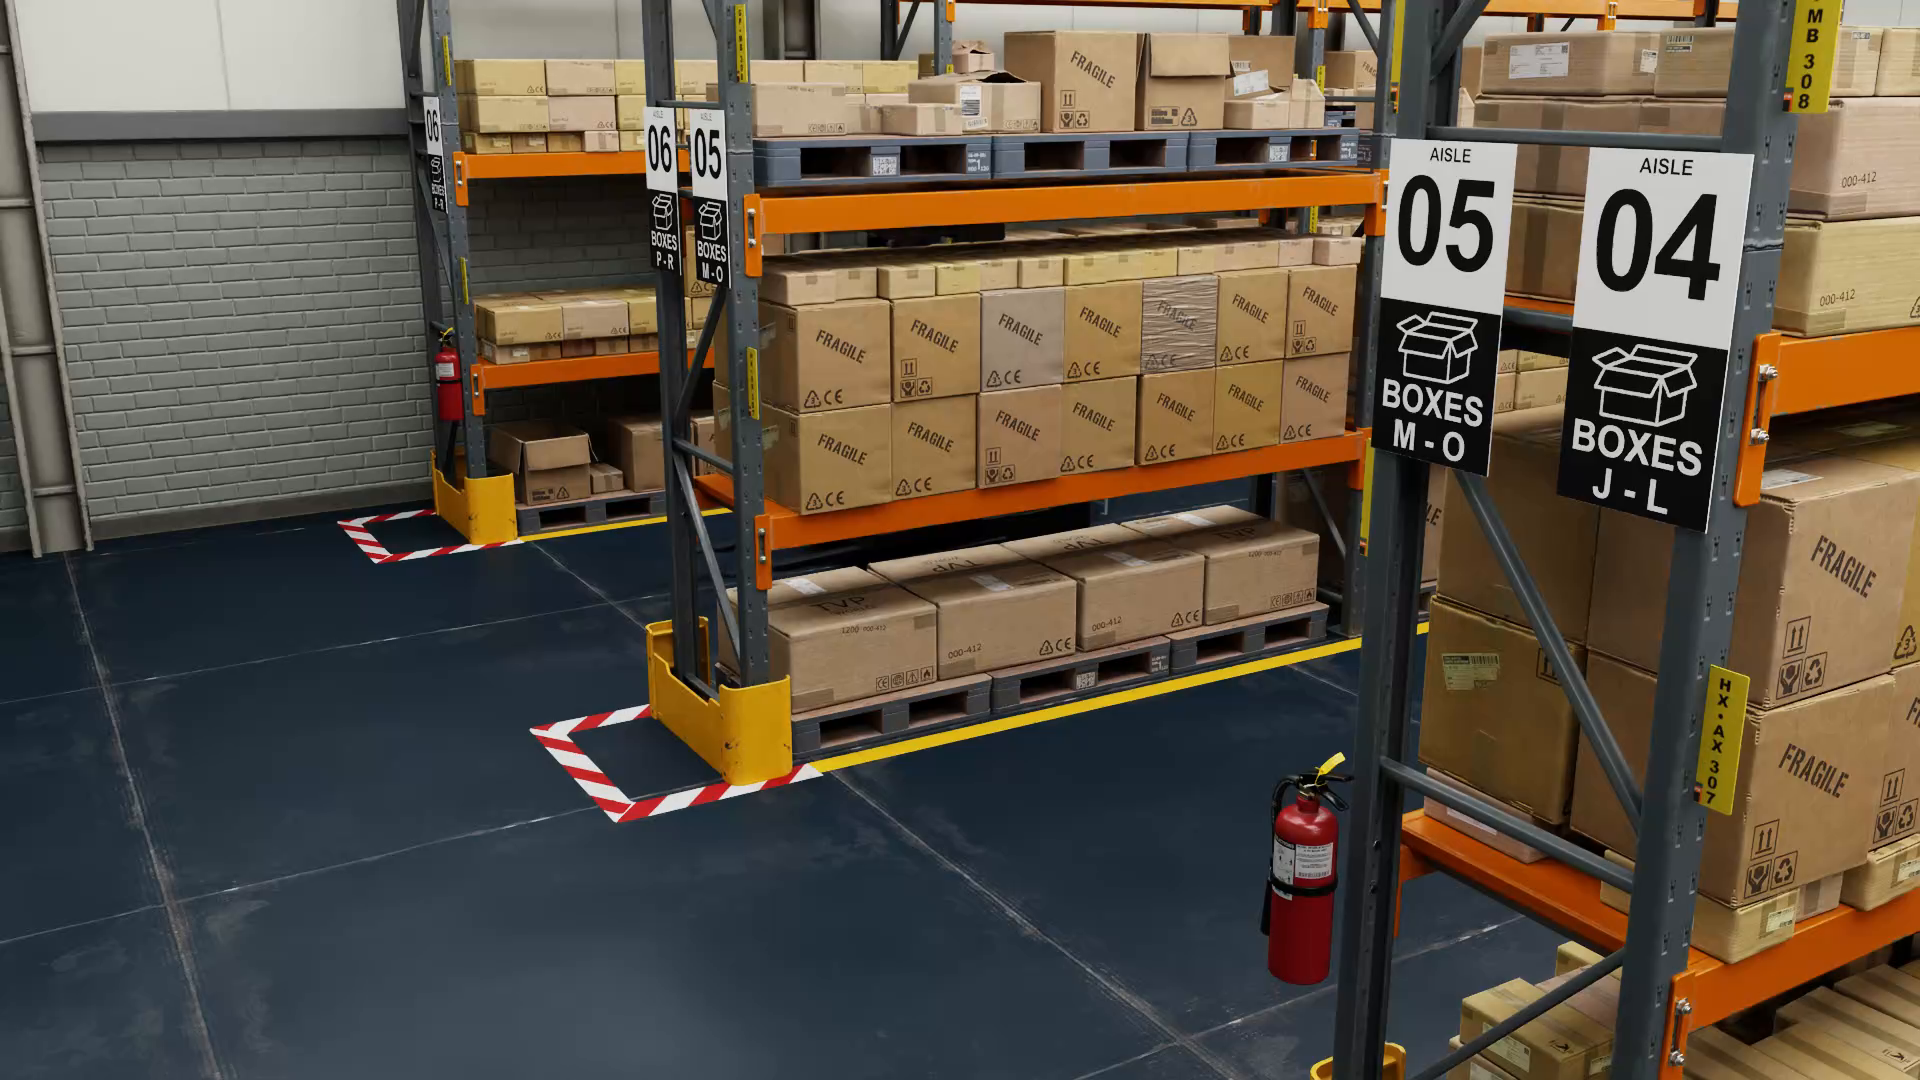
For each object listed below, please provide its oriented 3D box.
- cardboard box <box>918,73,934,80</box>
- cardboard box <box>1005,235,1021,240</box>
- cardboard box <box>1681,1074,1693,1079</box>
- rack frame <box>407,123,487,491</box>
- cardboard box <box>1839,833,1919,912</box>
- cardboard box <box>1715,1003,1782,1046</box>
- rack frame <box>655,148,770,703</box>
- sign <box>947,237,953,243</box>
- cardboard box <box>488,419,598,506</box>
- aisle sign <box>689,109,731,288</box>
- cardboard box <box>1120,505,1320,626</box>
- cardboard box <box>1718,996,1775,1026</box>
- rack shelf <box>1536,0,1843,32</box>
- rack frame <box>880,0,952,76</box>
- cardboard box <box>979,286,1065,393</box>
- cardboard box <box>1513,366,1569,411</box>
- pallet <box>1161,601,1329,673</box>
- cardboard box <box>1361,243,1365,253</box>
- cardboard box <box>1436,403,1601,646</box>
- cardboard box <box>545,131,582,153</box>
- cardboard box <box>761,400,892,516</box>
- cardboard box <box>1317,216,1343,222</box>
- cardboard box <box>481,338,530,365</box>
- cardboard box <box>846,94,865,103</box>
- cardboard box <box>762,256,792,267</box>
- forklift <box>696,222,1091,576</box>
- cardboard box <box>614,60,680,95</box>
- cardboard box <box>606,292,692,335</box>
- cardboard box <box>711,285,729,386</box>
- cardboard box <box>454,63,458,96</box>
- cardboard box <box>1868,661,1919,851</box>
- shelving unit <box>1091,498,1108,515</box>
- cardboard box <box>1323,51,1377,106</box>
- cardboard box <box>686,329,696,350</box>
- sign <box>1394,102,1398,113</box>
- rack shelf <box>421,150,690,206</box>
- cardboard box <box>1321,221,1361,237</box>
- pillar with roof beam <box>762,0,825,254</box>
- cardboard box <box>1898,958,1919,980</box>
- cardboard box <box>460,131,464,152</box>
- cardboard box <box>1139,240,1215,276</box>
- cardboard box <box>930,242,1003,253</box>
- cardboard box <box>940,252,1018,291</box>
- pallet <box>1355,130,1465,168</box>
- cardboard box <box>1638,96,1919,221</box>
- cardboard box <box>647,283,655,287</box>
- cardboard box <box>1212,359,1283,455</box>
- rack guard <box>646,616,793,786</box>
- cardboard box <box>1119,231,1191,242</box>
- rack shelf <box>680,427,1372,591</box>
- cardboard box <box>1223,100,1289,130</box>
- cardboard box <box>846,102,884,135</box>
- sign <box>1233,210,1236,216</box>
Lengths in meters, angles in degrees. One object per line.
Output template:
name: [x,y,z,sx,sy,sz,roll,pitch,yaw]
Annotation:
cardboard box: [-0.172,-3.888,14.115,0.250,0.149,0.380,-10,18,-30]
cardboard box: [0.161,-2.368,14.336,0.500,0.500,0.700,-9,18,-28]
cardboard box: [2.022,1.623,4.464,0.250,0.149,0.380,-10,19,-32]
rack frame: [-3.798,-1.546,12.368,0.127,3.000,1.000,-9,18,-30]
cardboard box: [2.299,0.815,4.411,0.250,0.149,0.380,-10,18,-31]
cardboard box: [2.431,1.535,5.330,0.250,0.149,0.380,-9,18,-30]
rack frame: [-1.238,-0.398,8.273,0.127,3.000,1.000,-9,18,-30]
sign: [-0.083,-2.394,13.790,0.005,0.325,0.100,-9,18,-30]
cardboard box: [-3.224,-0.609,12.873,0.637,0.503,0.797,-10,19,-32]
aisle sign: [-1.150,-1.573,7.647,0.004,0.787,0.394,-9,18,-30]
cardboard box: [1.597,0.140,10.323,0.875,0.438,0.875,-10,18,-31]
cardboard box: [2.377,1.377,5.343,0.250,0.149,0.380,-10,19,-32]
rack shelf: [8.203,-5.842,18.651,4.000,0.370,1.077,-9,18,-30]
rack frame: [-0.369,-4.991,13.541,0.127,3.000,1.000,-9,18,-30]
cardboard box: [0.197,-1.075,8.651,0.500,0.500,0.500,-9,18,-30]
cardboard box: [3.594,-1.022,10.776,0.500,0.250,0.500,-9,18,-30]
pallet: [1.499,0.476,10.320,1.213,0.211,1.003,-9,18,-30]
cardboard box: [2.444,-1.604,10.536,0.500,0.500,0.500,-9,18,-28]
cardboard box: [1.662,-0.061,4.481,0.500,0.500,0.500,-10,18,-31]
cardboard box: [-2.965,-2.934,12.228,0.250,0.149,0.380,-9,18,-29]
cardboard box: [-0.679,-0.447,8.260,0.500,0.500,0.500,-9,18,-30]
cardboard box: [3.655,-3.195,16.862,0.250,0.149,0.380,-9,18,-30]
cardboard box: [-3.374,-1.407,12.338,0.250,0.149,0.380,-9,18,-30]
cardboard box: [-1.094,-3.418,13.214,0.500,0.250,0.500,-10,18,-32]
cardboard box: [-1.034,-1.336,8.380,0.250,0.149,0.380,-9,18,-29]
forklift: [-0.494,-1.290,11.582,3.031,2.935,1.130,-12,20,-36]
cardboard box: [-2.419,-3.445,12.385,0.500,0.250,0.500,-10,18,-31]
cardboard box: [-2.405,-1.759,12.855,0.500,0.250,0.500,-10,18,-31]
cardboard box: [-0.947,-1.050,8.560,0.500,0.500,0.500,-9,18,-28]
cardboard box: [-3.560,-3.428,12.326,0.500,0.250,0.500,-10,18,-31]
cardboard box: [2.371,0.463,4.464,0.500,0.500,0.500,-9,18,-30]
shelving unit: [0.899,-0.771,12.914,0.503,1.200,0.258,-10,18,-35]
cardboard box: [3.806,-4.445,16.004,0.500,0.500,0.500,-9,18,-29]
cardboard box: [-2.245,-1.575,12.936,0.250,0.149,0.380,-10,18,-31]
sign: [2.478,-2.557,9.313,0.005,0.325,0.100,-9,18,-30]
rack shelf: [-2.083,-2.922,13.052,4.000,0.370,1.077,-9,18,-30]
cardboard box: [3.713,-3.032,16.282,0.250,0.149,0.380,-9,18,-29]
pillar with roof beam: [0.787,-4.106,10.387,0.400,9.000,9.100,-9,18,-30]
cardboard box: [3.140,1.435,5.133,0.250,0.149,0.380,-9,18,-29]
cardboard box: [-3.642,-2.967,12.346,0.250,0.149,0.380,-9,18,-28]
cardboard box: [1.186,-1.553,9.154,0.250,0.149,0.380,-9,18,-30]
cardboard box: [0.032,-1.526,9.058,0.250,0.149,0.380,-9,18,-28]
cardboard box: [0.093,-1.377,8.526,0.250,0.149,0.380,-9,18,-29]
pallet: [2.951,-2.445,10.372,1.217,0.209,0.805,-10,19,-32]
cardboard box: [1.917,-0.882,3.793,0.500,0.250,0.500,-9,18,-29]
cardboard box: [-2.222,-1.954,13.550,0.500,0.250,0.500,-9,18,-30]
cardboard box: [1.487,-0.806,9.542,0.500,0.500,0.500,-10,18,-31]
rack guard: [-1.259,0.809,8.598,0.348,0.500,1.175,-9,18,-30]
cardboard box: [1.133,-1.707,9.703,0.250,0.149,0.380,-9,18,-30]
rack shelf: [0.476,-0.330,9.361,4.000,0.370,1.077,-9,18,-30]
cardboard box: [1.581,-2.328,9.103,0.250,0.149,0.380,-9,18,-28]
cardboard box: [-0.580,-2.132,8.403,0.250,0.149,0.380,-11,19,-34]
sign: [2.771,-3.344,16.635,0.005,0.325,0.100,-9,18,-30]
